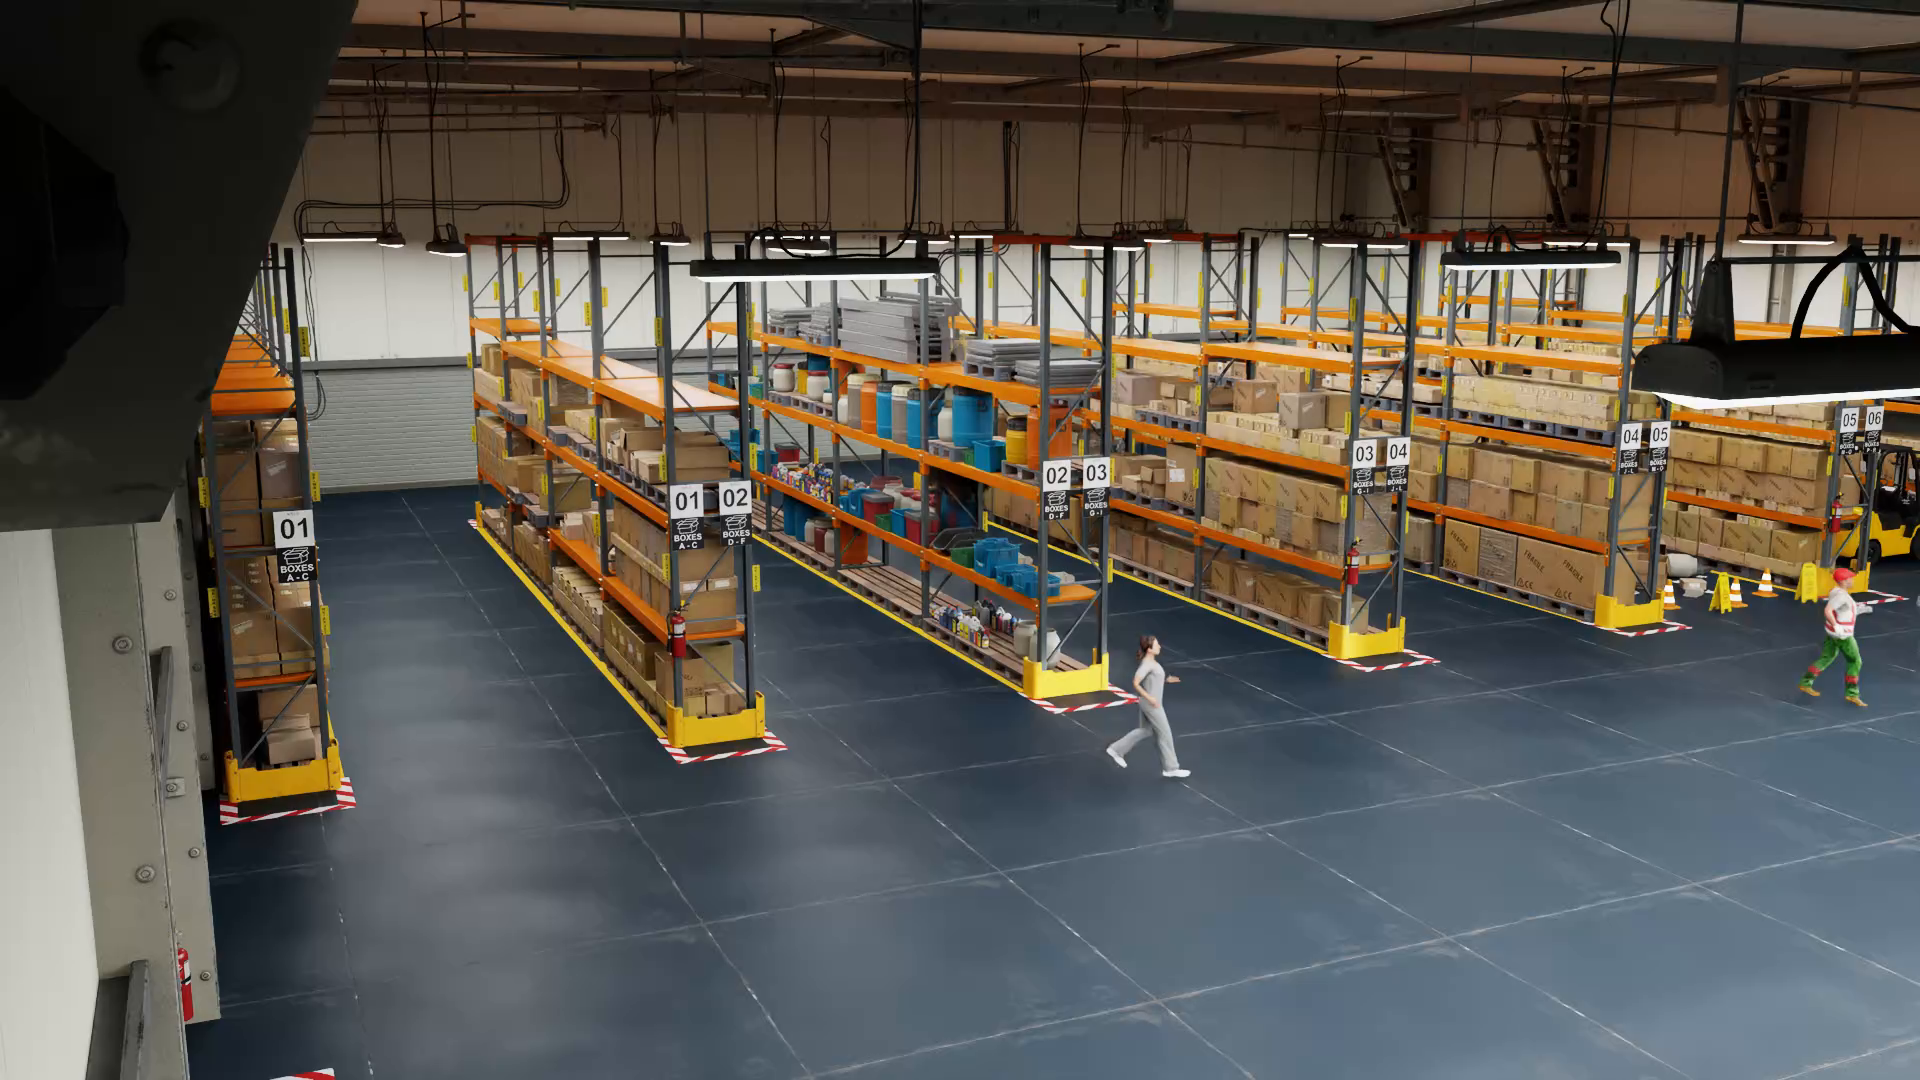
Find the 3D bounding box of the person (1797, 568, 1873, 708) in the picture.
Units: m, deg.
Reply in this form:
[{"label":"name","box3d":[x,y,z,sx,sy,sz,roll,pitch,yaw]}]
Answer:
[{"label":"person","box3d":[11.522,1.268,21.822,0.835,1.834,0.654,2,11,11]}]

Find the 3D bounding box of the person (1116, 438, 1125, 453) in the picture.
[{"label":"person","box3d":[4.199,-2.599,42.030,0.793,1.746,0.692,3,11,16]}]

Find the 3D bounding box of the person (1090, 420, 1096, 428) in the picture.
[{"label":"person","box3d":[2.998,-1.924,38.702,0.745,1.679,0.697,-4,12,-20]}]

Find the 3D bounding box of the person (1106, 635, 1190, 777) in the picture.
[{"label":"person","box3d":[2.180,1.884,18.944,0.914,1.646,0.570,1,11,3]}]
